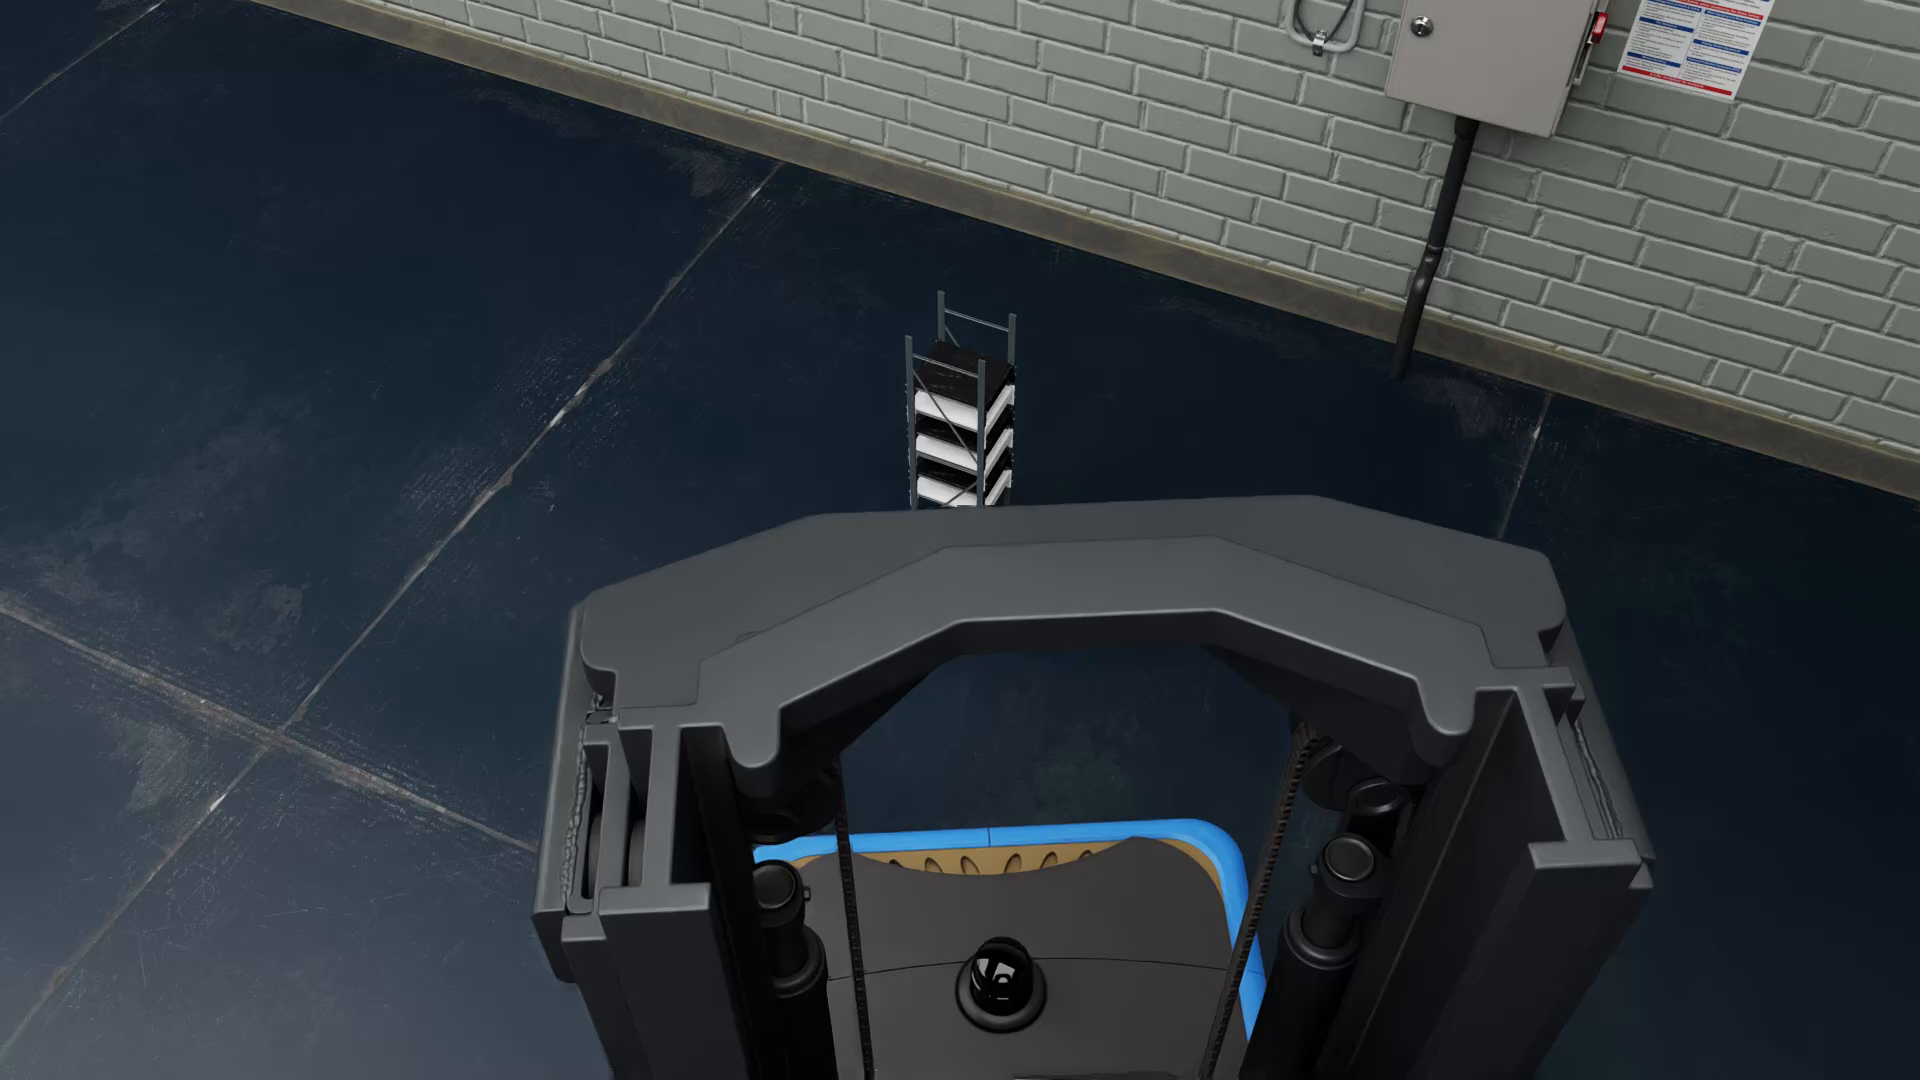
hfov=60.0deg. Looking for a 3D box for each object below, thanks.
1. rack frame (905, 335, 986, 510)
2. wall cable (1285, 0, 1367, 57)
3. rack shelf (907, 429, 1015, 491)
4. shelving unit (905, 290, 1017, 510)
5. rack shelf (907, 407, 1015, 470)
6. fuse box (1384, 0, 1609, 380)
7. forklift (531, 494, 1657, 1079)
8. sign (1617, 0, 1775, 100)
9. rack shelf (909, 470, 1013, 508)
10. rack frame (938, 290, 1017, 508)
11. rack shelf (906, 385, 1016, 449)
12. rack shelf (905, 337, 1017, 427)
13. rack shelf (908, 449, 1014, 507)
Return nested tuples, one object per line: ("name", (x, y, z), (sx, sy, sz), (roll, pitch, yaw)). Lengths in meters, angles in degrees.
("rack frame", (-0.040, -0.227, 4.852), (0.240, 0.900, 0.006), (20, 52, 16))
("wall cable", (0.967, -2.173, 4.463), (0.588, 1.984, 0.122), (20, 52, 16))
("rack shelf", (0.003, -0.276, 4.937), (0.258, 0.077, 0.200), (20, 52, 16))
("shelving unit", (0.003, -0.297, 4.912), (0.258, 0.900, 0.210), (20, 52, 16))
("rack shelf", (0.003, -0.334, 4.869), (0.258, 0.077, 0.200), (20, 52, 16))
("fuse box", (1.517, -1.096, 5.059), (0.539, 1.711, 0.414), (20, 52, 16))
("forklift", (0.137, 1.451, 2.091), (1.130, 2.935, 3.031), (-2, 50, -2))
("sign", (2.052, -1.465, 4.589), (0.329, 0.494, 0.001), (20, 52, 16))
("rack shelf", (0.003, -0.159, 5.075), (0.258, 0.077, 0.200), (20, 52, 16))
("rack frame", (0.047, -0.367, 4.972), (0.240, 0.900, 0.006), (20, 52, 16))
("rack shelf", (0.003, -0.392, 4.800), (0.258, 0.077, 0.200), (20, 52, 16))
("rack shelf", (0.003, -0.451, 4.732), (0.258, 0.077, 0.200), (20, 52, 16))
("rack shelf", (0.003, -0.217, 5.006), (0.258, 0.077, 0.200), (20, 52, 16))
